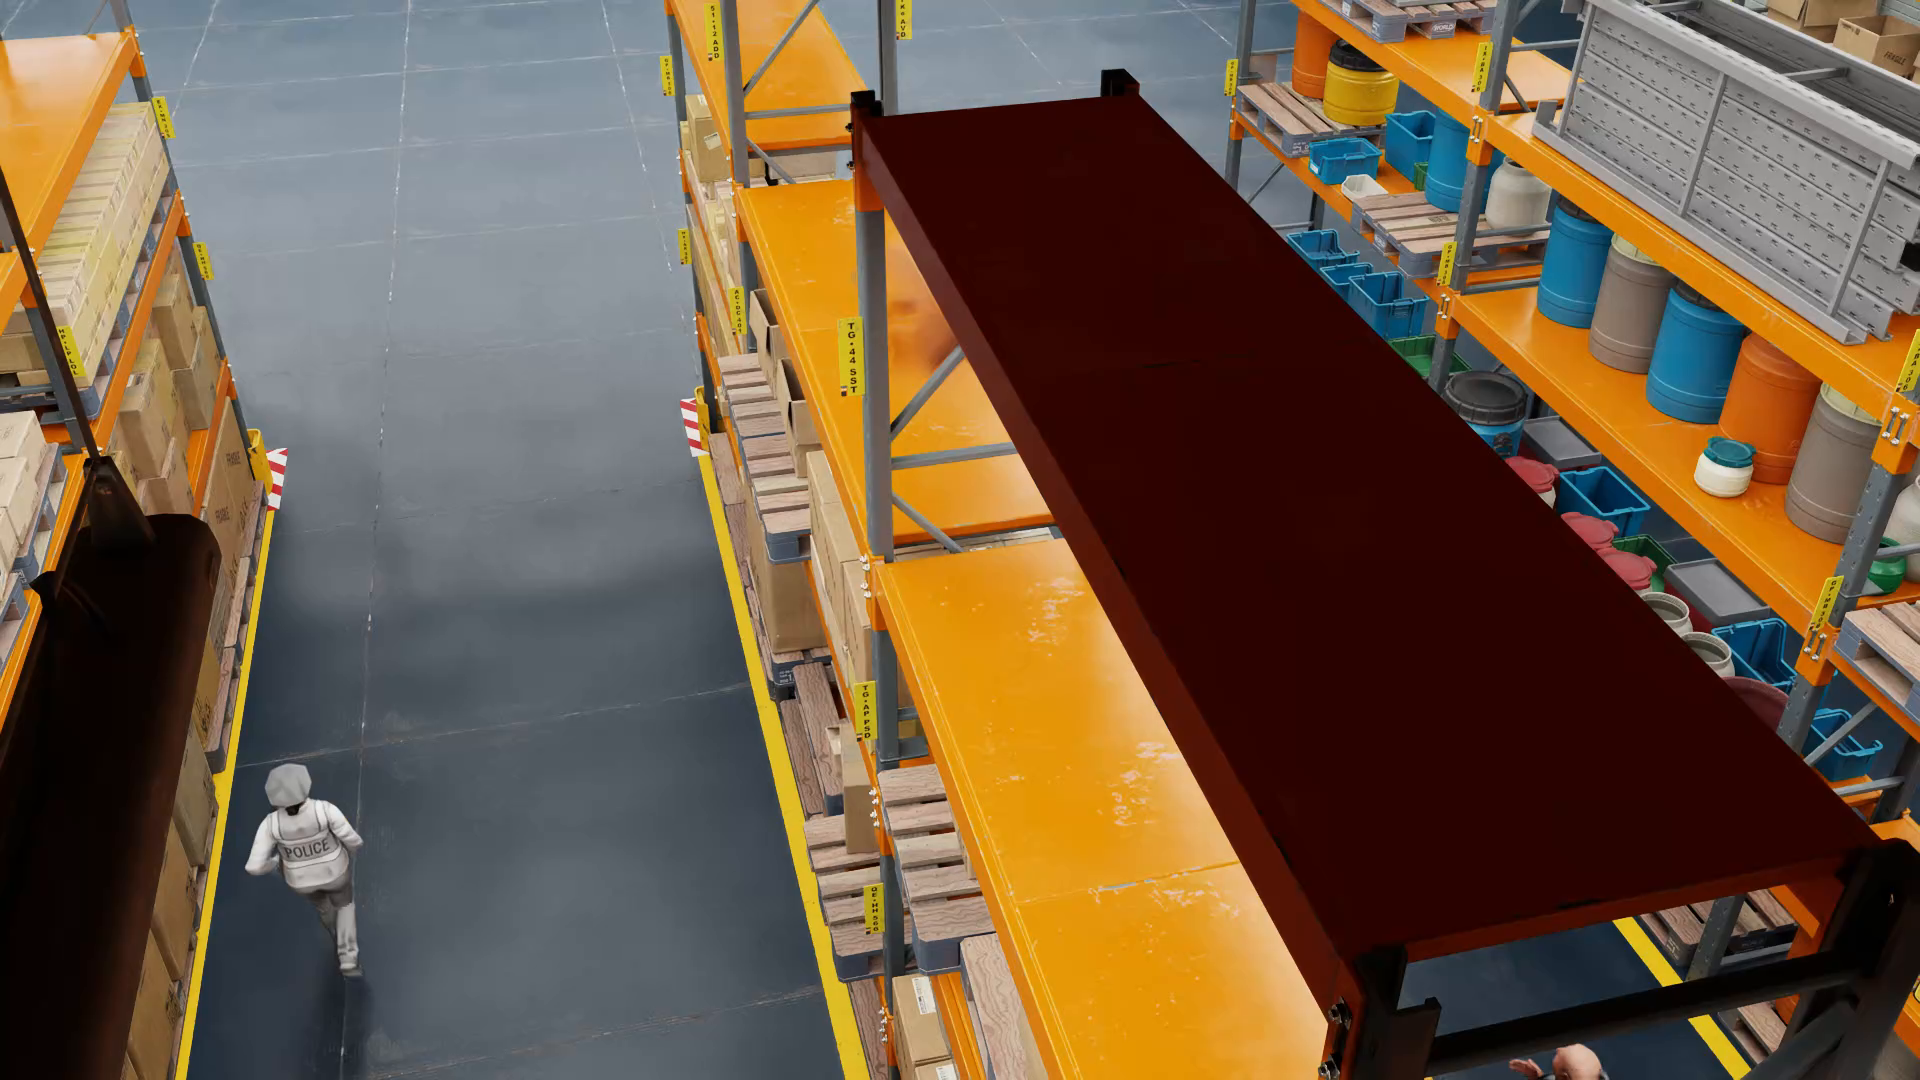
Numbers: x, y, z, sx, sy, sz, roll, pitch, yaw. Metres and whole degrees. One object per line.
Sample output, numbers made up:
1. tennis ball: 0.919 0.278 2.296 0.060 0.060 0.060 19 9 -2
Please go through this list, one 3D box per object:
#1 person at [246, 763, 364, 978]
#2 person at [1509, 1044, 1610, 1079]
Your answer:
1. person: -3.798 1.962 9.777 0.633 1.657 0.773 -10 36 -15
2. person: 2.823 3.026 8.099 0.661 1.715 0.906 -18 38 -24
